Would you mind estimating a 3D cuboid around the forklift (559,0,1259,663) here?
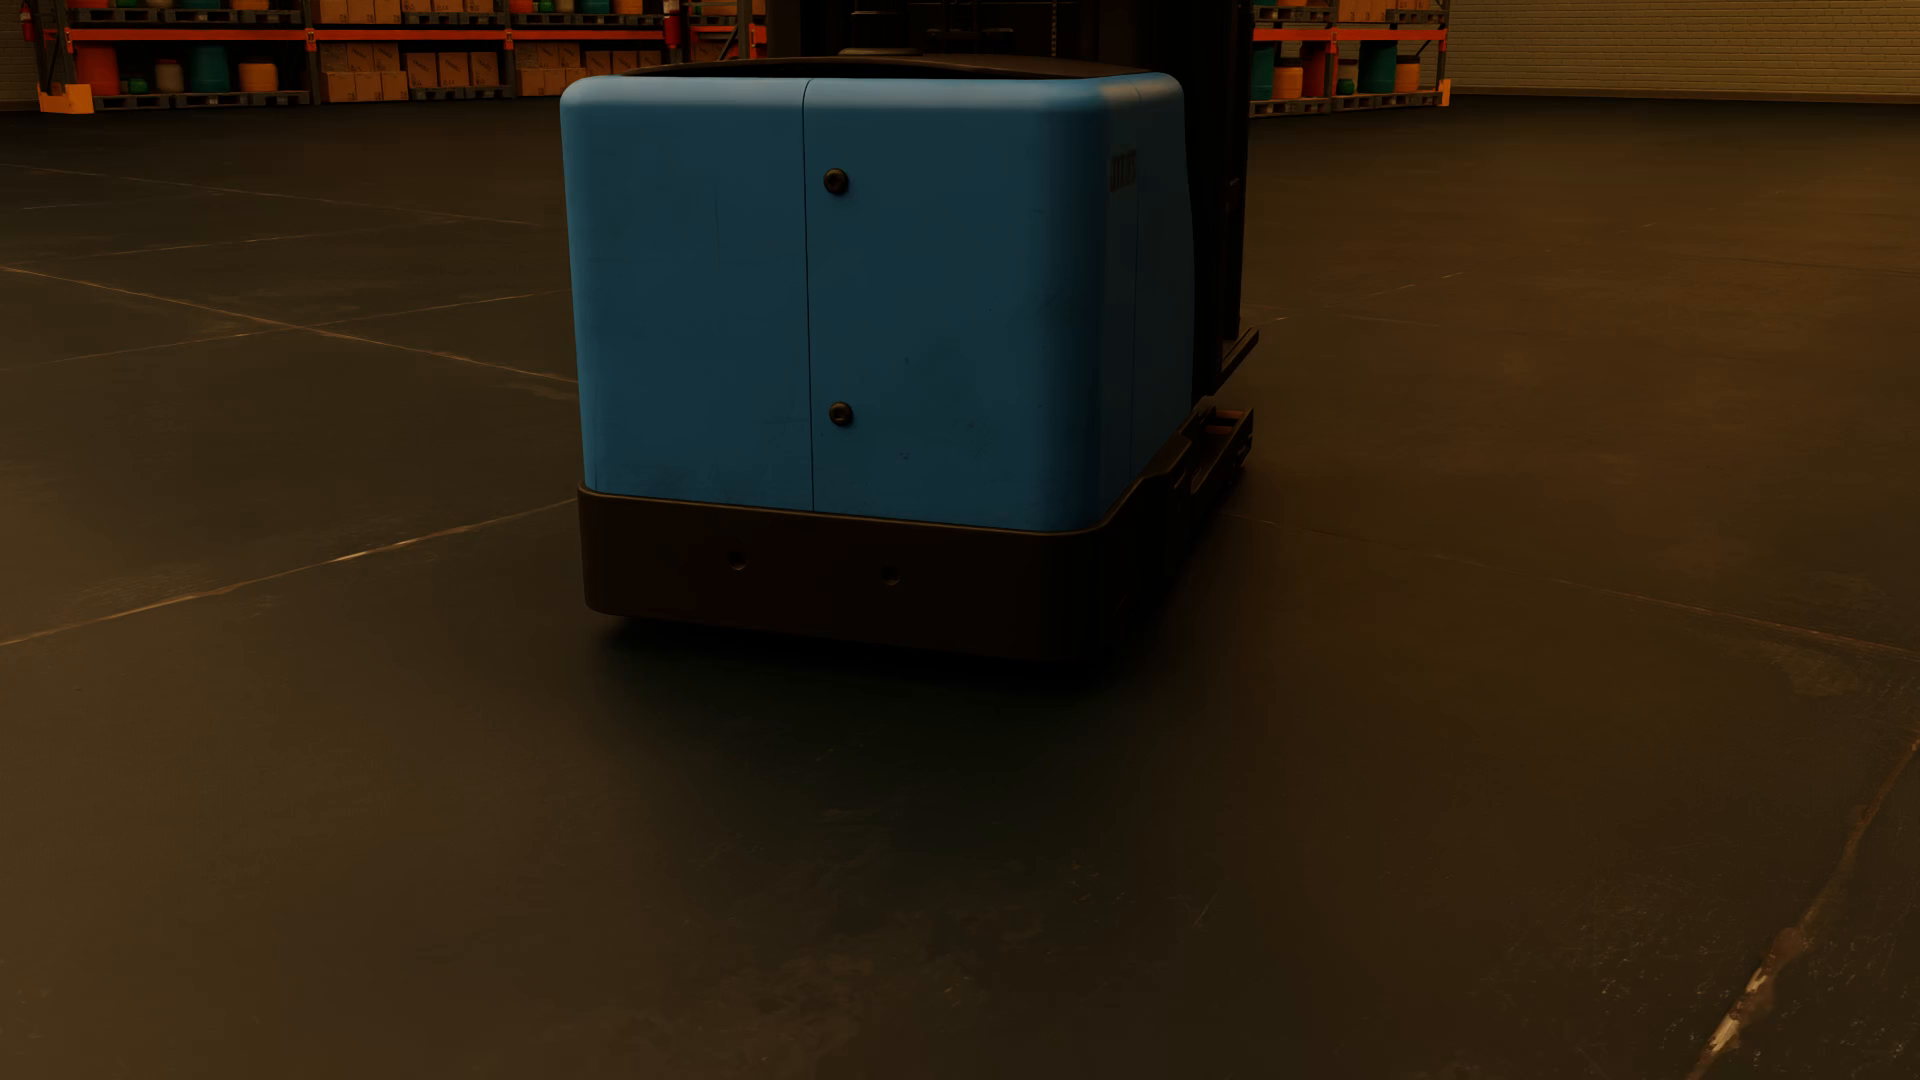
[{"bbox_3d":[0.182,-1.571,4.072,1.130,2.935,3.031,5,18,17],"label":"forklift"}]
